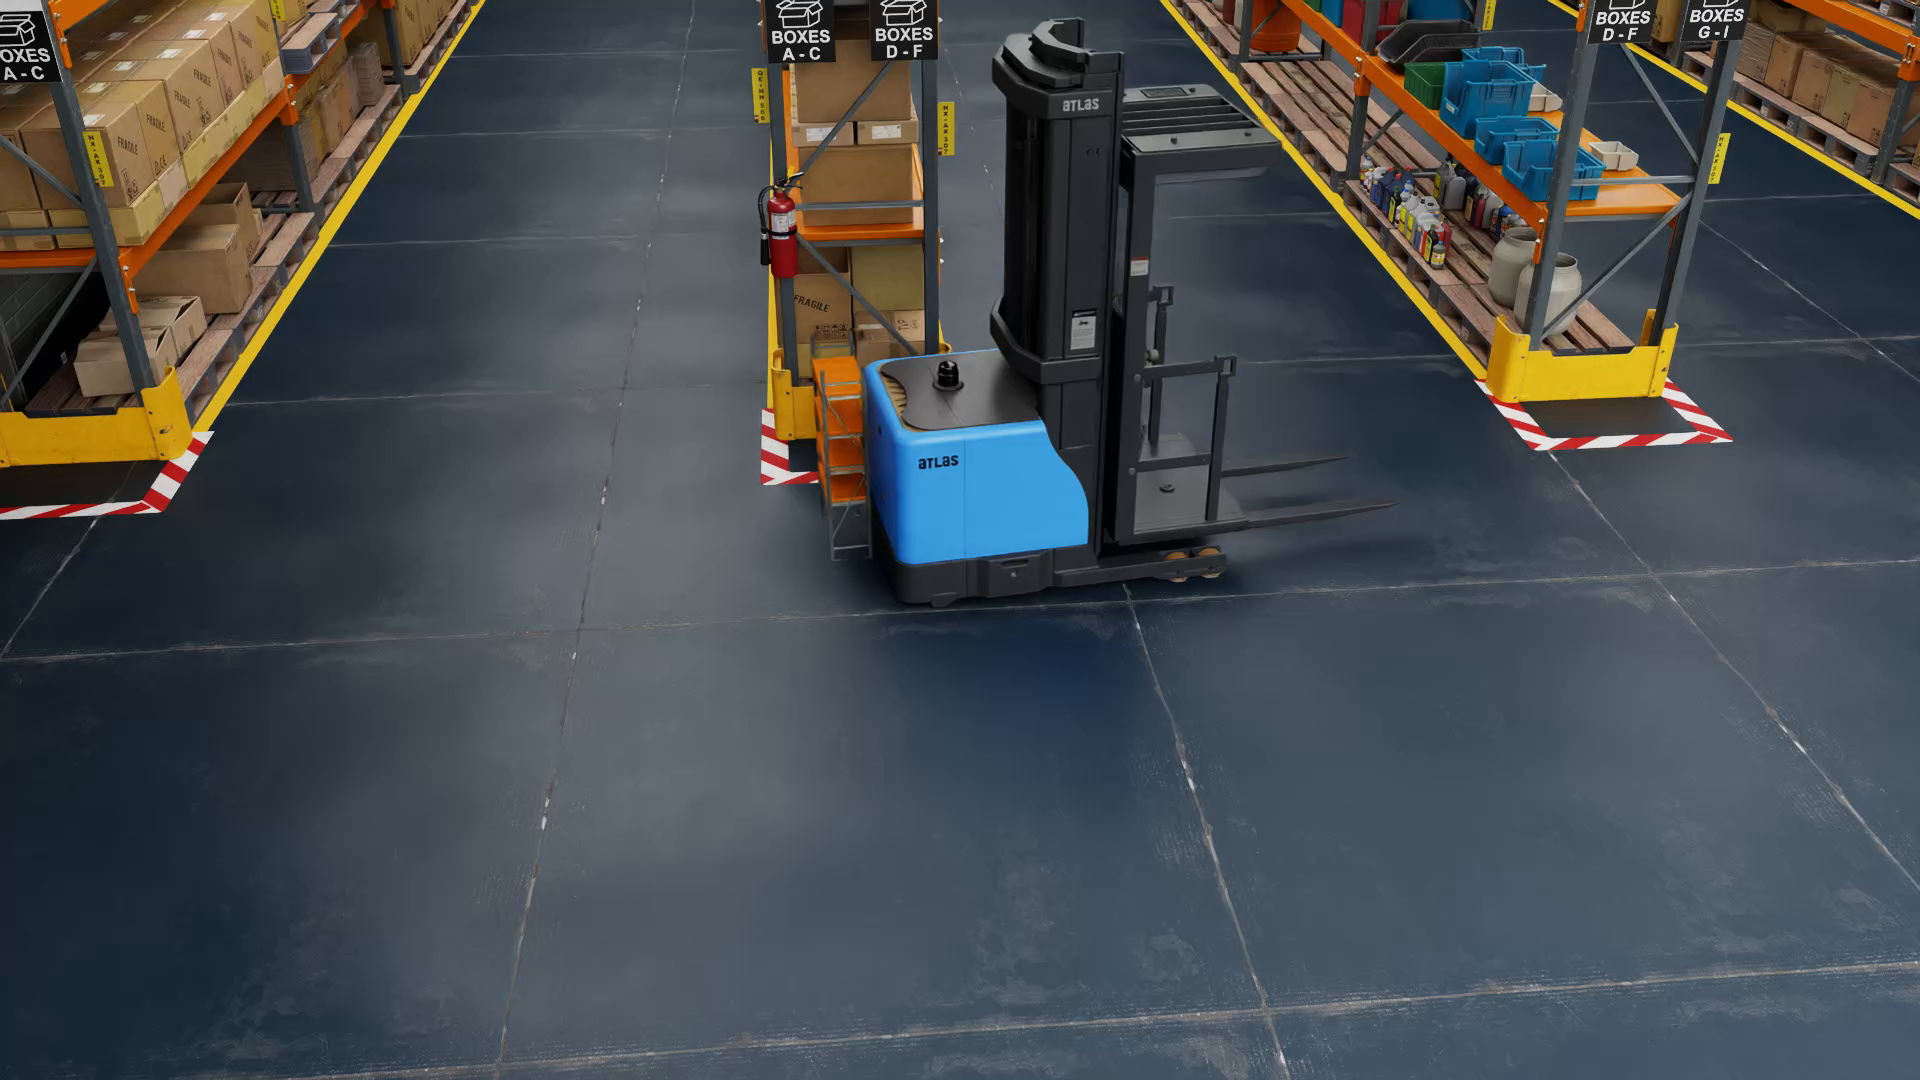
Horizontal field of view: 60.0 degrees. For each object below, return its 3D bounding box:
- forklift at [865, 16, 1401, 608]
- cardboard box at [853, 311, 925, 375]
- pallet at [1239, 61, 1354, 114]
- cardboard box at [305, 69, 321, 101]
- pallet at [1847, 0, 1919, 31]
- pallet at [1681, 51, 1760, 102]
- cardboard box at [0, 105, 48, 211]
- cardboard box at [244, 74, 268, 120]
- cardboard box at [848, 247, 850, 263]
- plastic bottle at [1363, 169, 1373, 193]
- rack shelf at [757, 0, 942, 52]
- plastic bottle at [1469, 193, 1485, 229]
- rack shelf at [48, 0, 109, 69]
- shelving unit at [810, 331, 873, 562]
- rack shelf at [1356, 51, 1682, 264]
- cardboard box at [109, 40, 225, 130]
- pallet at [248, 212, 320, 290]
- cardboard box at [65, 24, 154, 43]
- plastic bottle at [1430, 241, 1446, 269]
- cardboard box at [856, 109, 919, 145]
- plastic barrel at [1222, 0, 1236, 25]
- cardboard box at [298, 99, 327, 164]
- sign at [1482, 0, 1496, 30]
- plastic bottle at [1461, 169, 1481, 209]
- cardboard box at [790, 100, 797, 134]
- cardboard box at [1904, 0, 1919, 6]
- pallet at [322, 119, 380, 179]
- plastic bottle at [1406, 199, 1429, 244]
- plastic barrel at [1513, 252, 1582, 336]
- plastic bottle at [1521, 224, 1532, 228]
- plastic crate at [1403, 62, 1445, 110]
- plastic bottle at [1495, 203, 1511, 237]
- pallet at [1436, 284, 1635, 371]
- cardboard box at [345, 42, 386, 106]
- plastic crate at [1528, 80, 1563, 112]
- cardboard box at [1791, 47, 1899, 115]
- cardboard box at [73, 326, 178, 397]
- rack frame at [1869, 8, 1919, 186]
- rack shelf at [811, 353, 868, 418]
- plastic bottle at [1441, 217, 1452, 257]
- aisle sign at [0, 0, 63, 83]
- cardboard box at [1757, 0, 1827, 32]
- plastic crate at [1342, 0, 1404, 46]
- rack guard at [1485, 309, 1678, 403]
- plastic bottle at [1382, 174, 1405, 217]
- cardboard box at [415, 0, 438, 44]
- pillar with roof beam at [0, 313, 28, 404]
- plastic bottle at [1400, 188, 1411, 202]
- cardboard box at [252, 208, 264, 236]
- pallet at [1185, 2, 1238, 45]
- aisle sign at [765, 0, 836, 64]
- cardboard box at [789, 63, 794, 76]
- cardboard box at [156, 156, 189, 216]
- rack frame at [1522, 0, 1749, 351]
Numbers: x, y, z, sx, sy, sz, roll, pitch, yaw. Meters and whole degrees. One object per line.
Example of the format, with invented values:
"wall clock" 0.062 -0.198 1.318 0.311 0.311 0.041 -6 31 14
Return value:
"forklift" 1.023 -1.278 9.031 3.031 2.935 1.130 -7 32 -11
"cardboard box" -0.466 -1.346 11.349 0.500 0.250 0.500 -3 31 -5
"pallet" 3.581 -4.787 17.558 1.003 0.211 1.213 -3 31 -5
"cardboard box" -6.125 -4.167 15.079 0.500 0.250 0.500 -4 31 -6
"pallet" 8.926 -4.891 15.200 1.003 0.211 1.213 -3 31 -5
"pallet" 8.550 -5.022 17.952 1.003 0.211 1.213 -3 31 -5
"cardboard box" -5.825 -2.319 10.102 0.500 0.500 0.500 -3 31 -5
"cardboard box" -5.559 -3.326 12.521 0.500 0.250 0.500 -3 31 -4
"cardboard box" -0.574 -2.177 12.011 0.500 0.500 0.500 -3 31 -5
"plastic bottle" 3.524 -3.091 14.299 0.097 0.201 0.097 0 31 0
"rack shelf" -0.824 -4.061 11.401 1.077 0.370 4.000 -3 31 -5
"plastic bottle" 4.221 -2.695 13.557 0.061 0.283 0.133 -3 31 -5
"rack shelf" -5.756 -3.822 11.000 1.077 0.370 4.000 -3 31 -5
"shelving unit" -0.672 -0.526 9.458 0.258 1.200 0.503 -6 31 -9
"rack shelf" 4.108 -3.009 12.564 1.077 0.370 4.000 -3 31 -5
"cardboard box" -5.453 -3.126 11.454 0.500 0.500 0.500 -2 31 -3
"pallet" -5.845 -2.326 13.438 1.003 0.211 1.213 -3 31 -5
"cardboard box" -6.021 -3.361 11.848 0.500 0.500 0.500 -2 31 -3
"plastic bottle" 3.687 -2.201 12.809 0.097 0.201 0.097 0 31 0
"cardboard box" -0.460 -2.593 10.437 0.380 0.149 0.250 -3 31 -5
"plastic barrel" 3.379 -6.352 19.401 0.600 0.588 0.708 -3 31 -5
"cardboard box" -6.126 -3.616 14.888 0.700 0.500 0.500 -3 31 -6
"sign" 4.470 -4.478 14.053 0.100 0.325 0.005 -3 31 -5
"plastic bottle" 4.286 -2.978 13.964 0.144 0.351 0.185 -4 31 -7
"cardboard box" -0.889 -2.702 10.619 0.380 0.149 0.250 -2 31 -3
"cardboard box" 8.917 -5.426 14.915 1.000 1.000 1.000 -3 31 -4
"pallet" -6.134 -3.689 15.720 1.003 0.211 1.213 -3 31 -5
"plastic bottle" 3.658 -2.550 13.249 0.144 0.351 0.185 -2 31 -3
"plastic barrel" 4.157 -1.741 11.757 0.421 0.512 0.421 0 31 0
"plastic bottle" 4.432 -2.376 13.023 0.061 0.283 0.133 -2 31 -4
"plastic crate" 3.767 -3.541 12.960 0.450 0.188 0.662 -3 31 -5
"plastic bottle" 4.375 -2.584 13.383 0.097 0.271 0.097 0 31 0
"pallet" 4.170 -1.551 12.141 1.003 0.211 1.213 -3 31 -5
"cardboard box" -6.197 -4.657 16.630 0.700 0.500 0.500 -2 31 -4
"plastic crate" 4.325 -3.409 12.789 0.530 0.136 0.437 -3 31 -5
"cardboard box" 8.738 -4.536 16.428 0.700 0.500 0.500 -5 31 -9
"cardboard box" -5.544 -1.214 11.051 0.500 0.311 0.500 -6 31 -10
"rack frame" 8.852 -4.576 14.486 1.000 3.000 0.127 -3 31 -5
"rack shelf" -0.675 -0.863 9.256 0.258 0.148 0.480 -6 31 -9
"plastic bottle" 3.796 -2.371 13.015 0.061 0.283 0.133 -3 31 -5
"aisle sign" -5.264 -2.916 9.171 0.394 0.787 0.004 -3 31 -5
"cardboard box" 8.631 -5.445 17.218 0.500 0.250 0.500 1 31 1
"plastic crate" 3.571 -4.599 14.462 0.402 0.464 0.583 -3 31 -5
"rack guard" 4.241 -1.260 11.372 1.175 0.500 0.348 -3 31 -5
"plastic bottle" 3.601 -2.862 13.771 0.144 0.351 0.185 -4 31 -7
"cardboard box" -6.330 -5.993 18.545 0.750 0.750 0.750 -3 31 -5
"pillar with roof beam" -2.210 -4.920 9.211 9.100 9.000 0.400 -3 31 -5
"plastic bottle" 3.652 -2.755 13.668 0.097 0.271 0.097 0 31 0
"cardboard box" -5.863 -2.565 13.453 0.380 0.166 0.250 -7 32 -11
"pallet" 3.321 -6.206 19.934 1.003 0.211 1.213 -3 31 -5
"aisle sign" -0.924 -3.130 9.529 0.394 0.787 0.004 -3 31 -5
"cardboard box" -0.985 -3.230 11.502 0.380 0.149 0.250 -2 31 -3
"cardboard box" -5.361 -2.295 10.794 0.500 0.250 0.500 -4 31 -6
"rack frame" 4.295 -2.297 10.670 1.000 3.000 0.127 -3 31 -5
